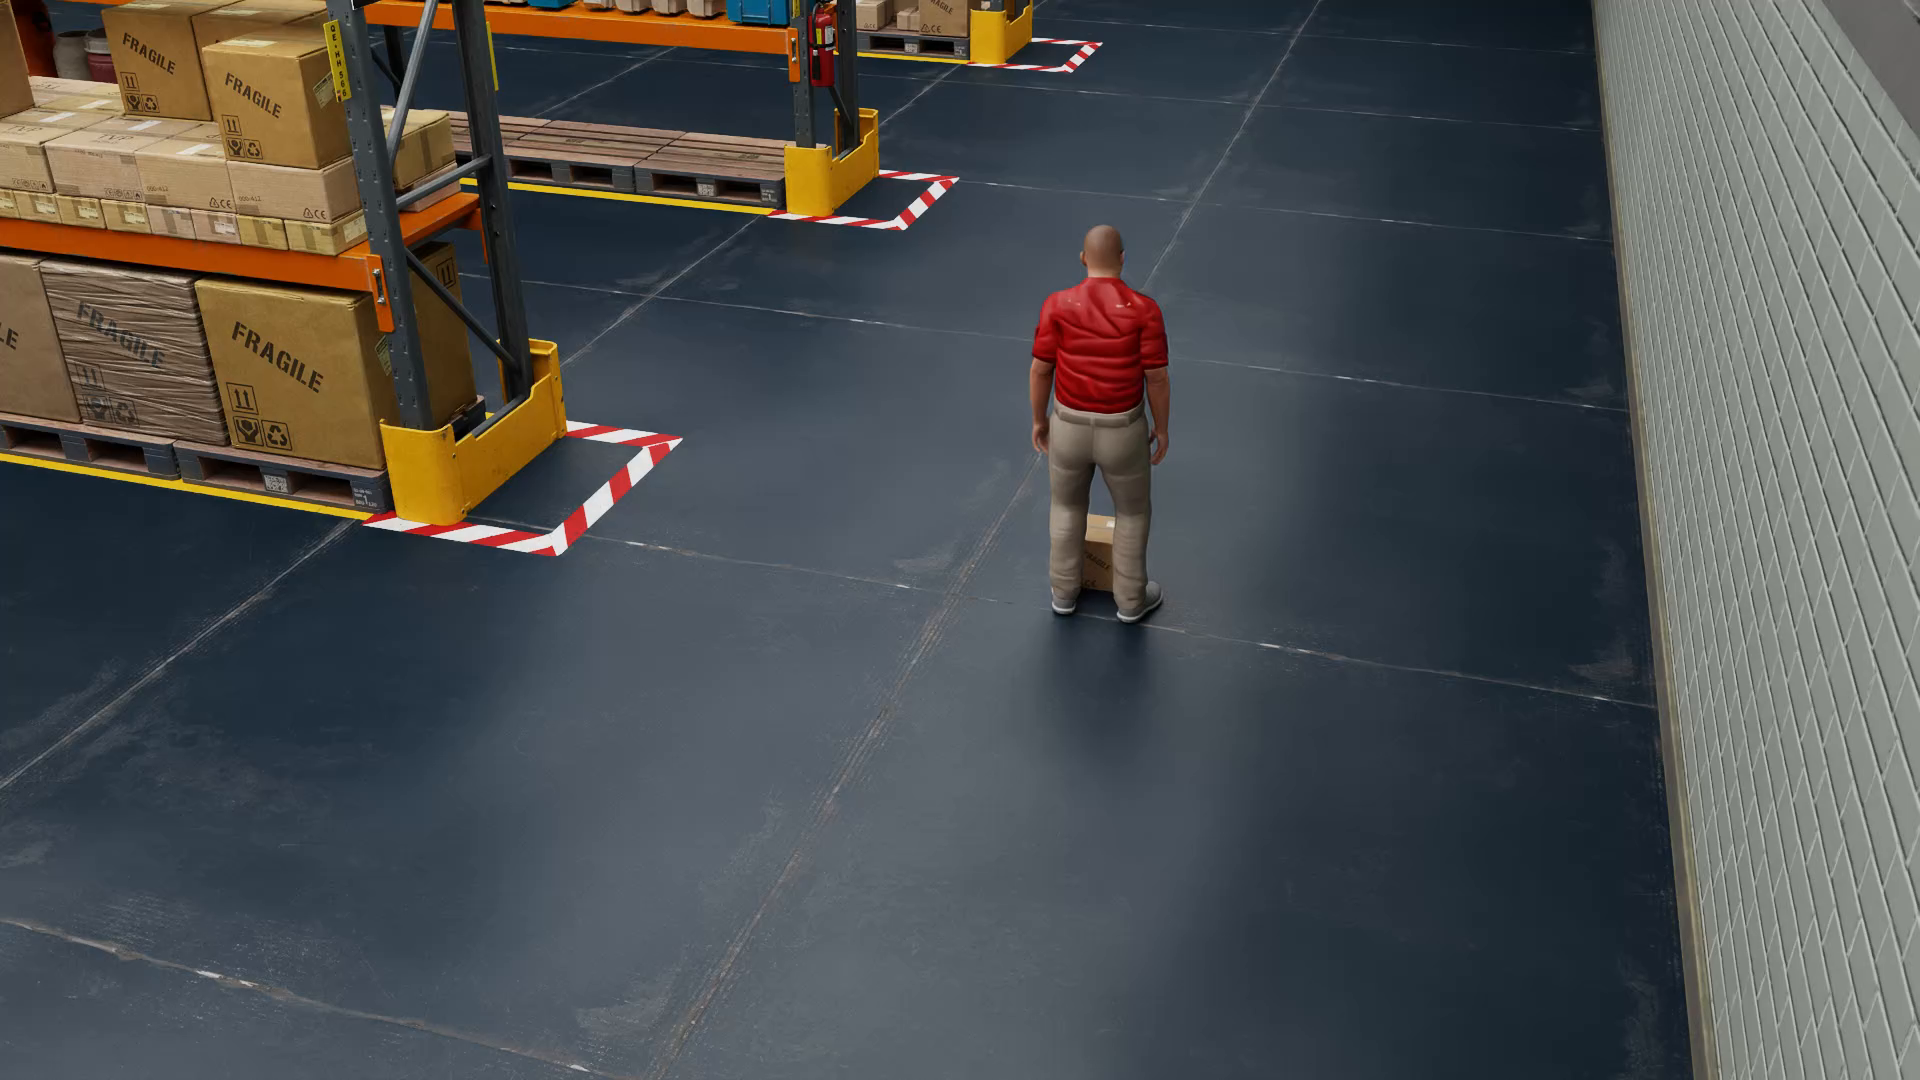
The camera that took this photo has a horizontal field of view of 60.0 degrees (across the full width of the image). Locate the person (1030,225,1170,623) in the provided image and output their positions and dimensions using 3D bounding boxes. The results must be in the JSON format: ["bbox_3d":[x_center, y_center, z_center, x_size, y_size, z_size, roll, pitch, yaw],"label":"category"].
[{"bbox_3d":[0.589,-0.466,6.980,0.595,1.725,0.393,7,30,12],"label":"person"}]
